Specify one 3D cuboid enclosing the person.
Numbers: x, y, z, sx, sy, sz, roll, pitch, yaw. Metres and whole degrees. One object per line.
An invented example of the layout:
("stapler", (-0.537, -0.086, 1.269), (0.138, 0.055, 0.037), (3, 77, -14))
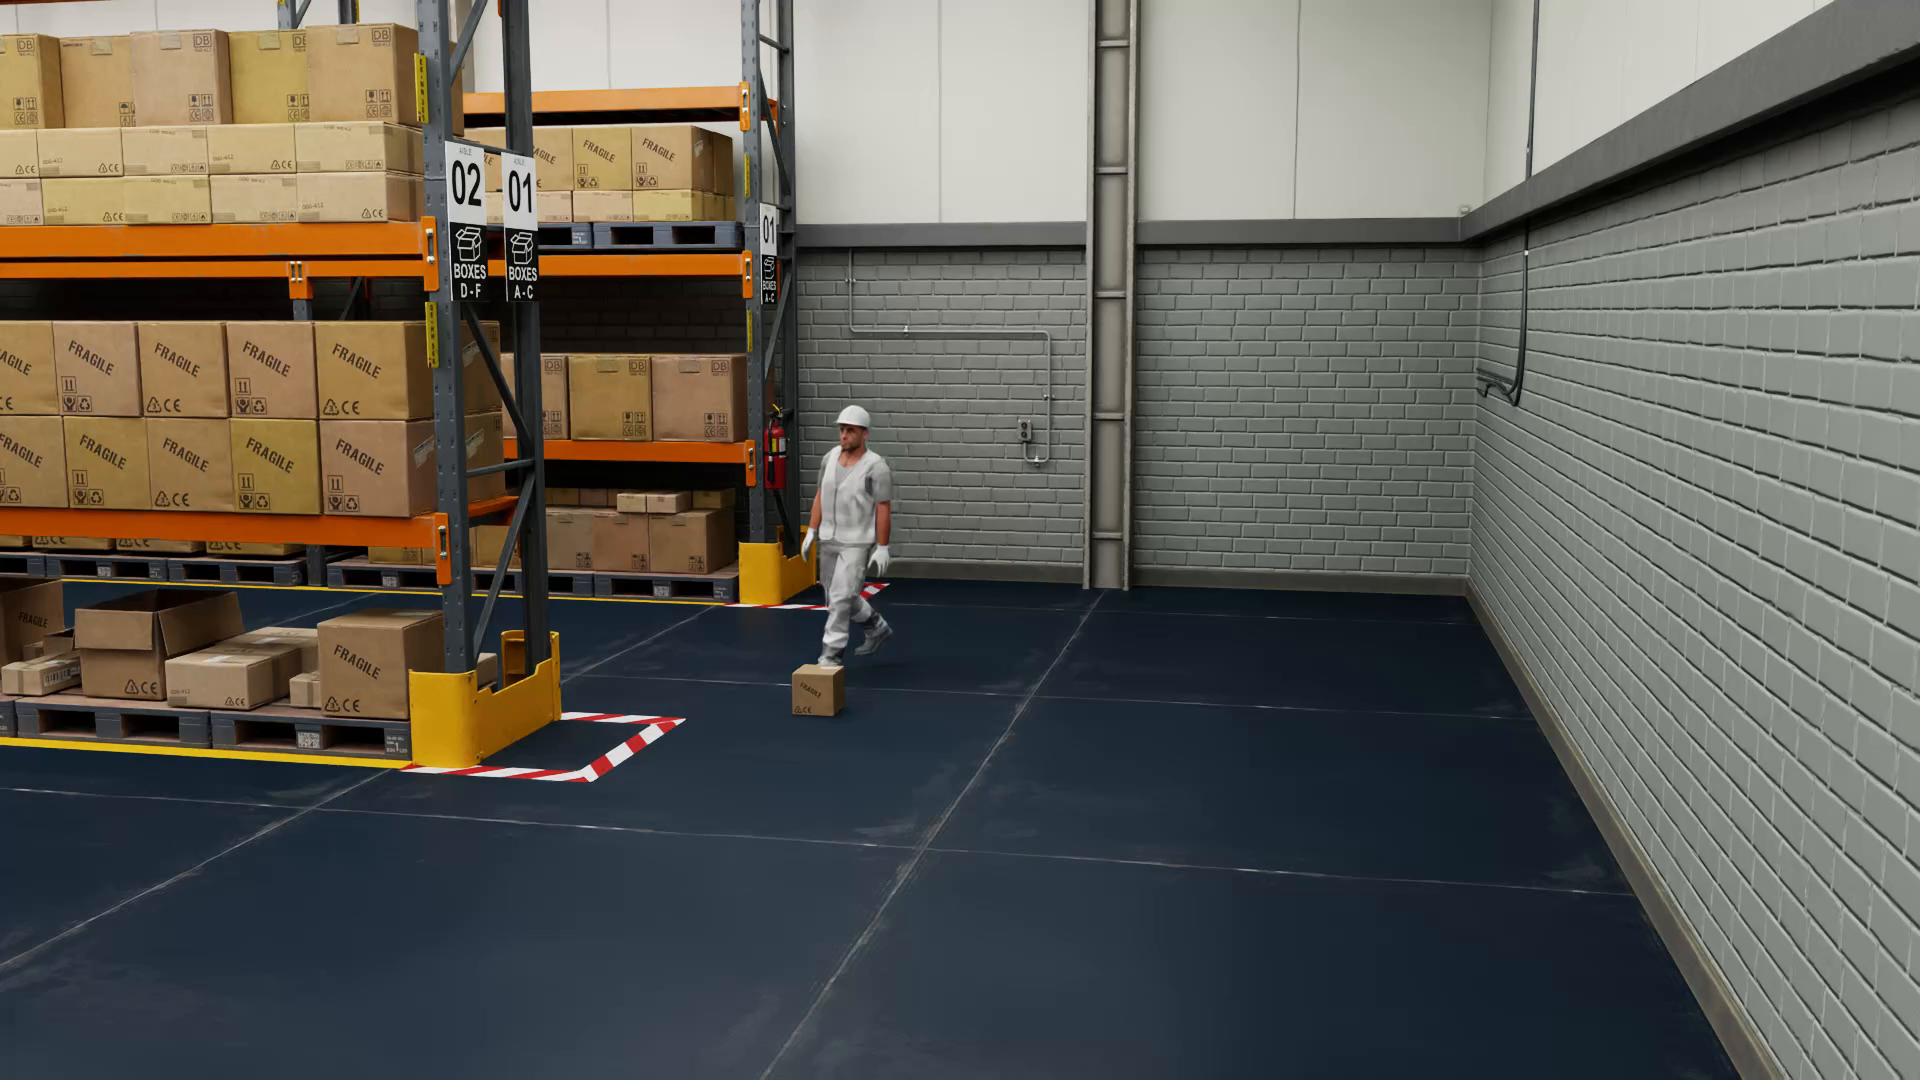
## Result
("person", (-0.684, 0.018, 10.629), (0.620, 1.767, 0.919), (6, 10, 37))
